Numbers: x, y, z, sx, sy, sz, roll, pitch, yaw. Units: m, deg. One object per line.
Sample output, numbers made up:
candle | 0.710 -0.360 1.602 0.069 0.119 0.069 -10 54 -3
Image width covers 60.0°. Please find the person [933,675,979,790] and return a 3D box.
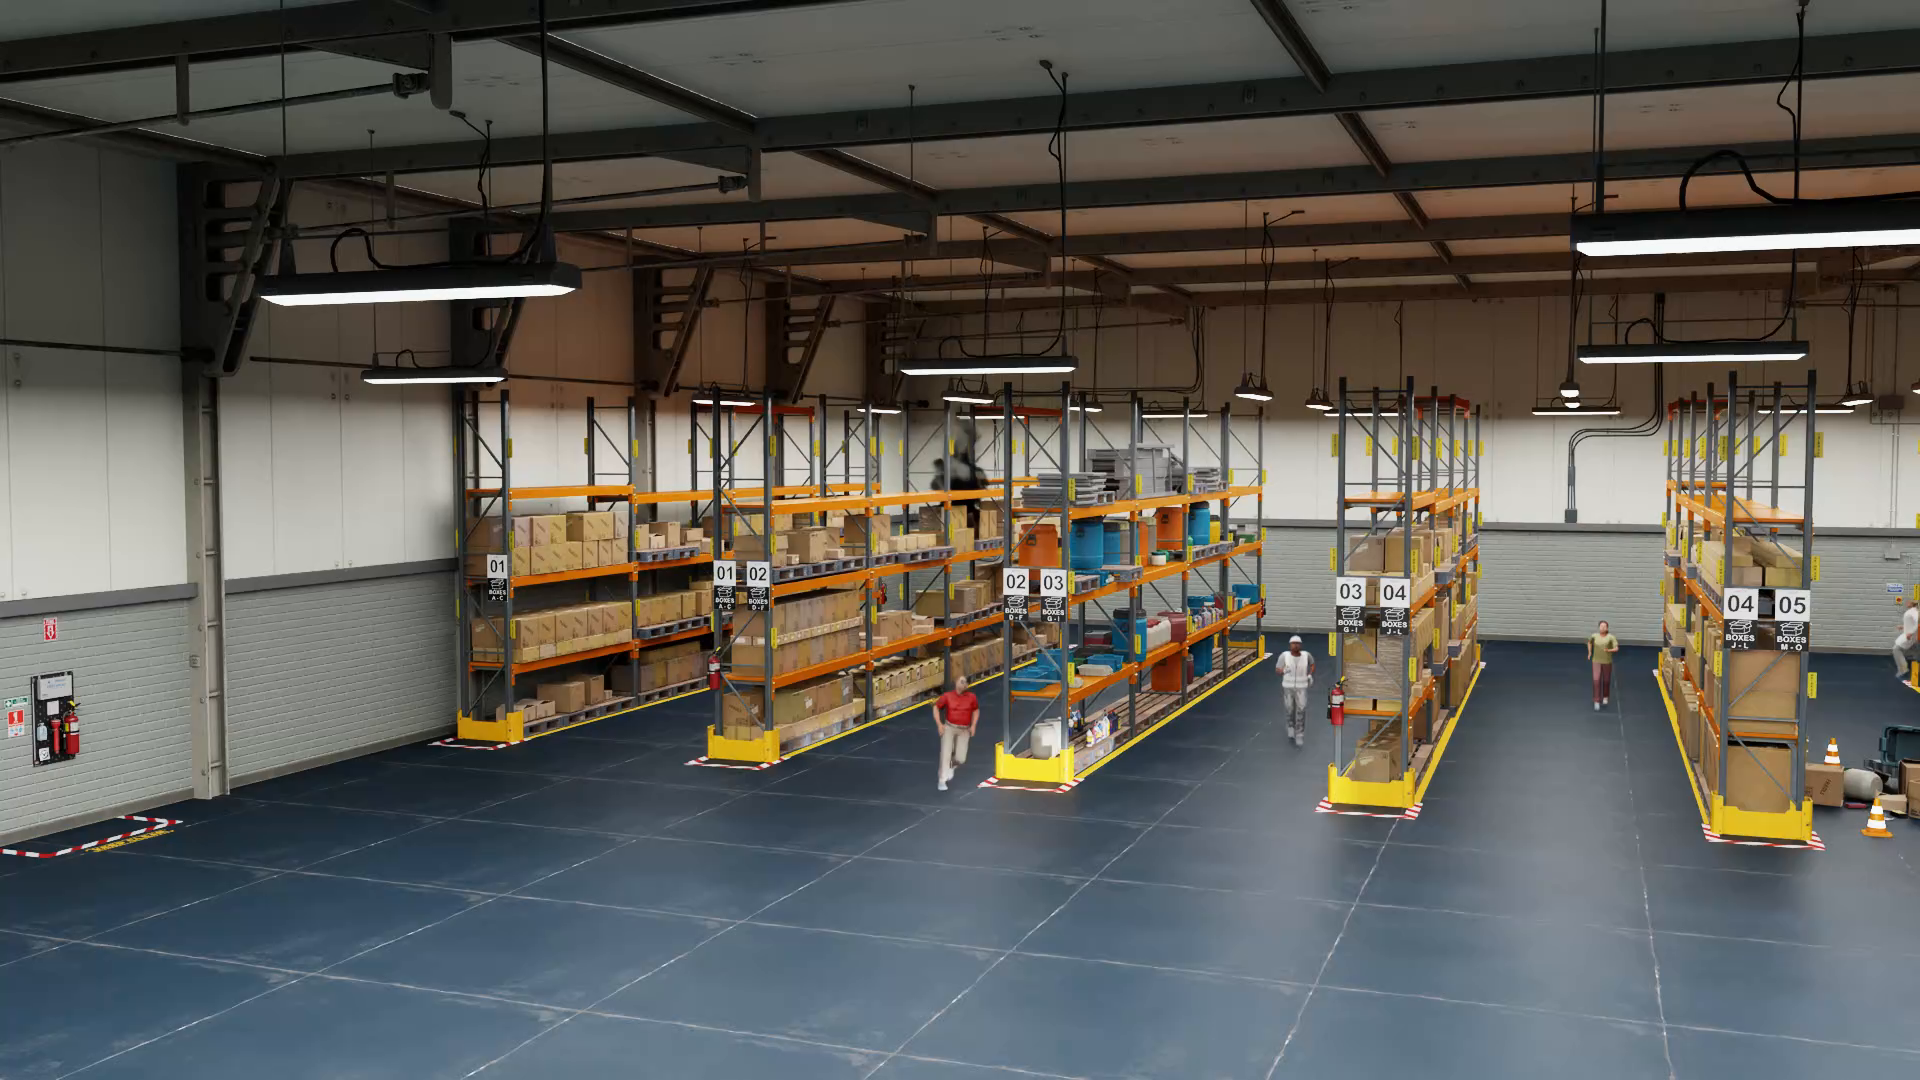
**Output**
person | -0.048 2.829 24.582 0.707 1.668 0.563 -1 3 -10

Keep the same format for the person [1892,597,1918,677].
person | 20.754 2.145 36.240 0.745 1.805 0.770 3 4 42

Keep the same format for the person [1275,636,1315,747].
person | 5.694 2.534 28.259 0.664 1.823 0.824 1 3 11

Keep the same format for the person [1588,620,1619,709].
person | 12.360 2.375 31.987 0.577 1.663 0.947 1 3 25
